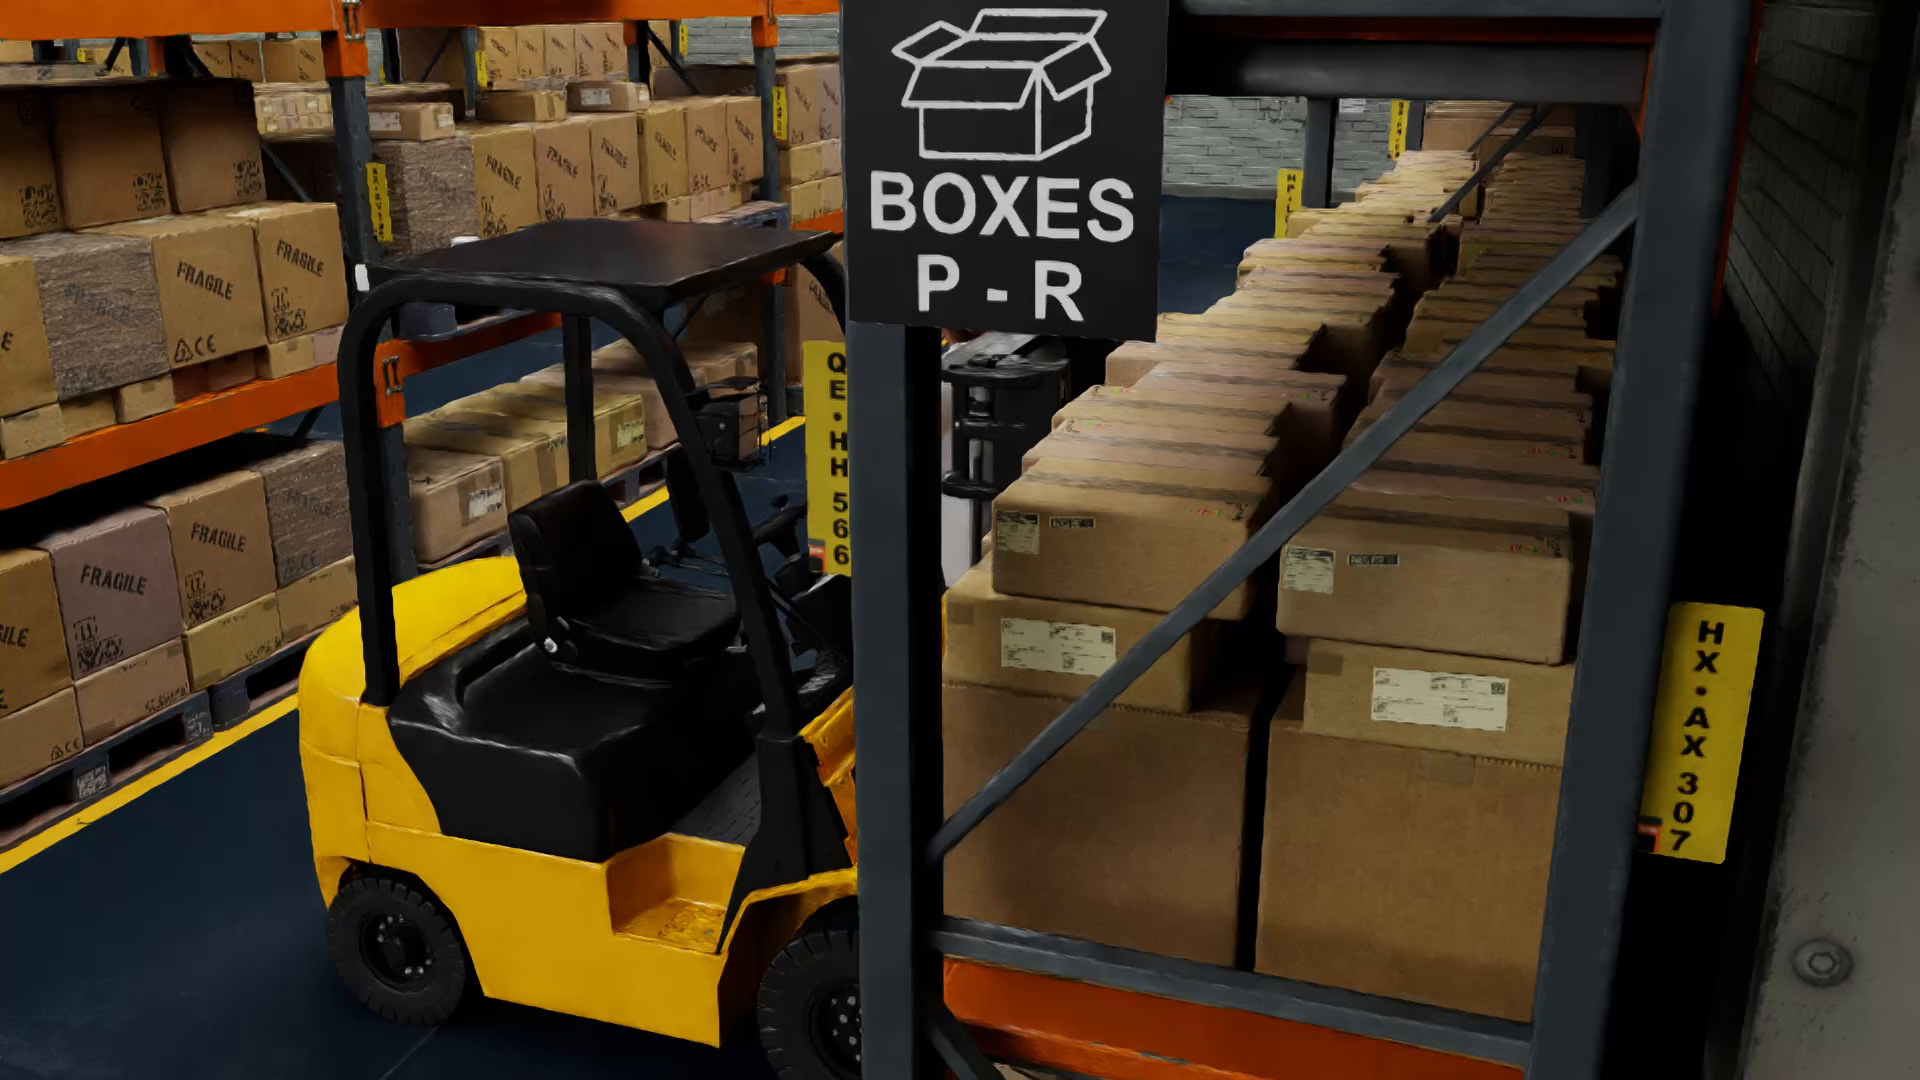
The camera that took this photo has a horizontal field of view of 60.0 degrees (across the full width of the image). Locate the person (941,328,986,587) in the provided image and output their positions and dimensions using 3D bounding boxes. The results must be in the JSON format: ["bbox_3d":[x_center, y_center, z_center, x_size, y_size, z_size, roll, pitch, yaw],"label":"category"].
[{"bbox_3d":[-0.001,-0.083,6.267,0.646,1.781,0.375,-16,24,-40],"label":"person"}]
